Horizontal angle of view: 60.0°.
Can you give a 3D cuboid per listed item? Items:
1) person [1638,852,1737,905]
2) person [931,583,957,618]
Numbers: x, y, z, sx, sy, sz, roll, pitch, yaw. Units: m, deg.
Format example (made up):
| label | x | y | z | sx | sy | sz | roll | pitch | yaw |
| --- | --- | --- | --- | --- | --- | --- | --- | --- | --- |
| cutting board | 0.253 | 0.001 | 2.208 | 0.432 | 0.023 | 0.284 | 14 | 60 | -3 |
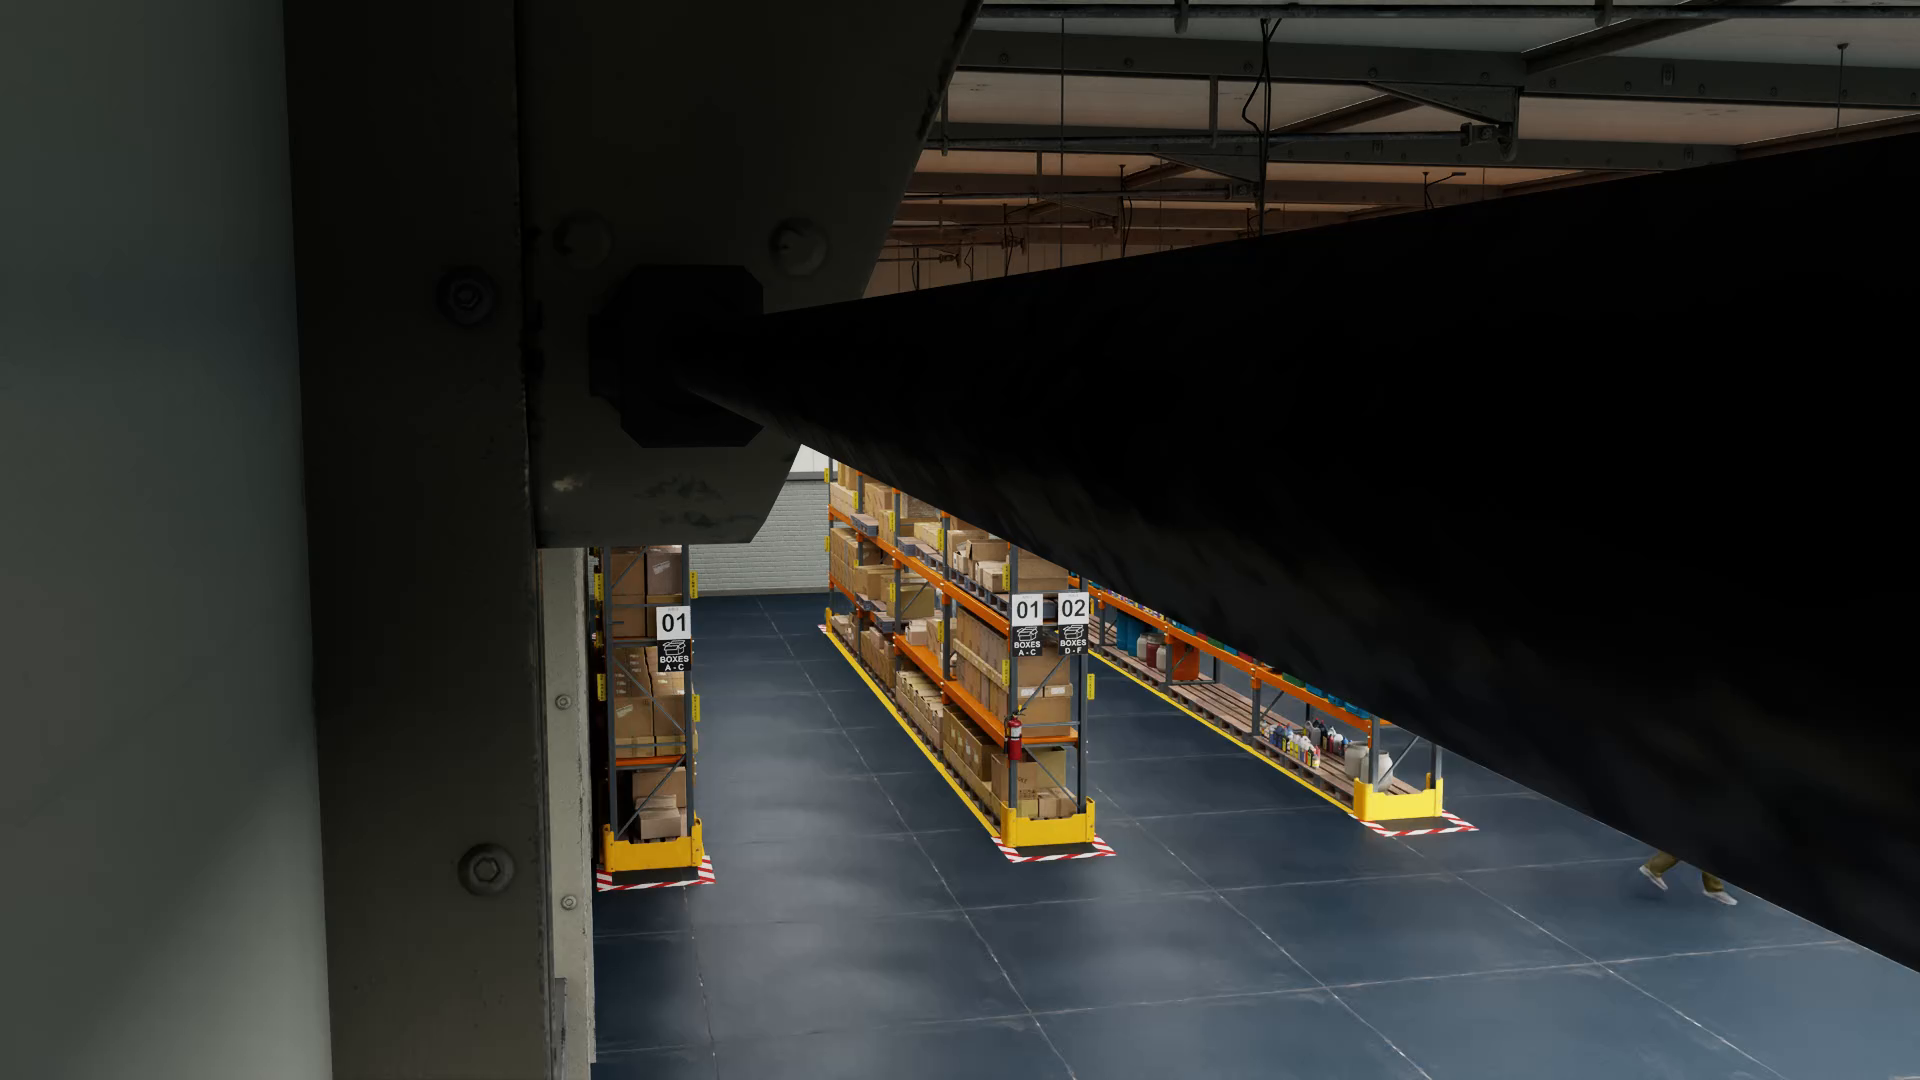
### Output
| label | x | y | z | sx | sy | sz | roll | pitch | yaw |
| --- | --- | --- | --- | --- | --- | --- | --- | --- | --- |
| person | 8.304 | 3.197 | 18.899 | 1.041 | 1.805 | 0.703 | 2 | 7 | 17 |
| person | -0.351 | 1.190 | 36.153 | 0.680 | 1.728 | 0.543 | -5 | 8 | -36 |
